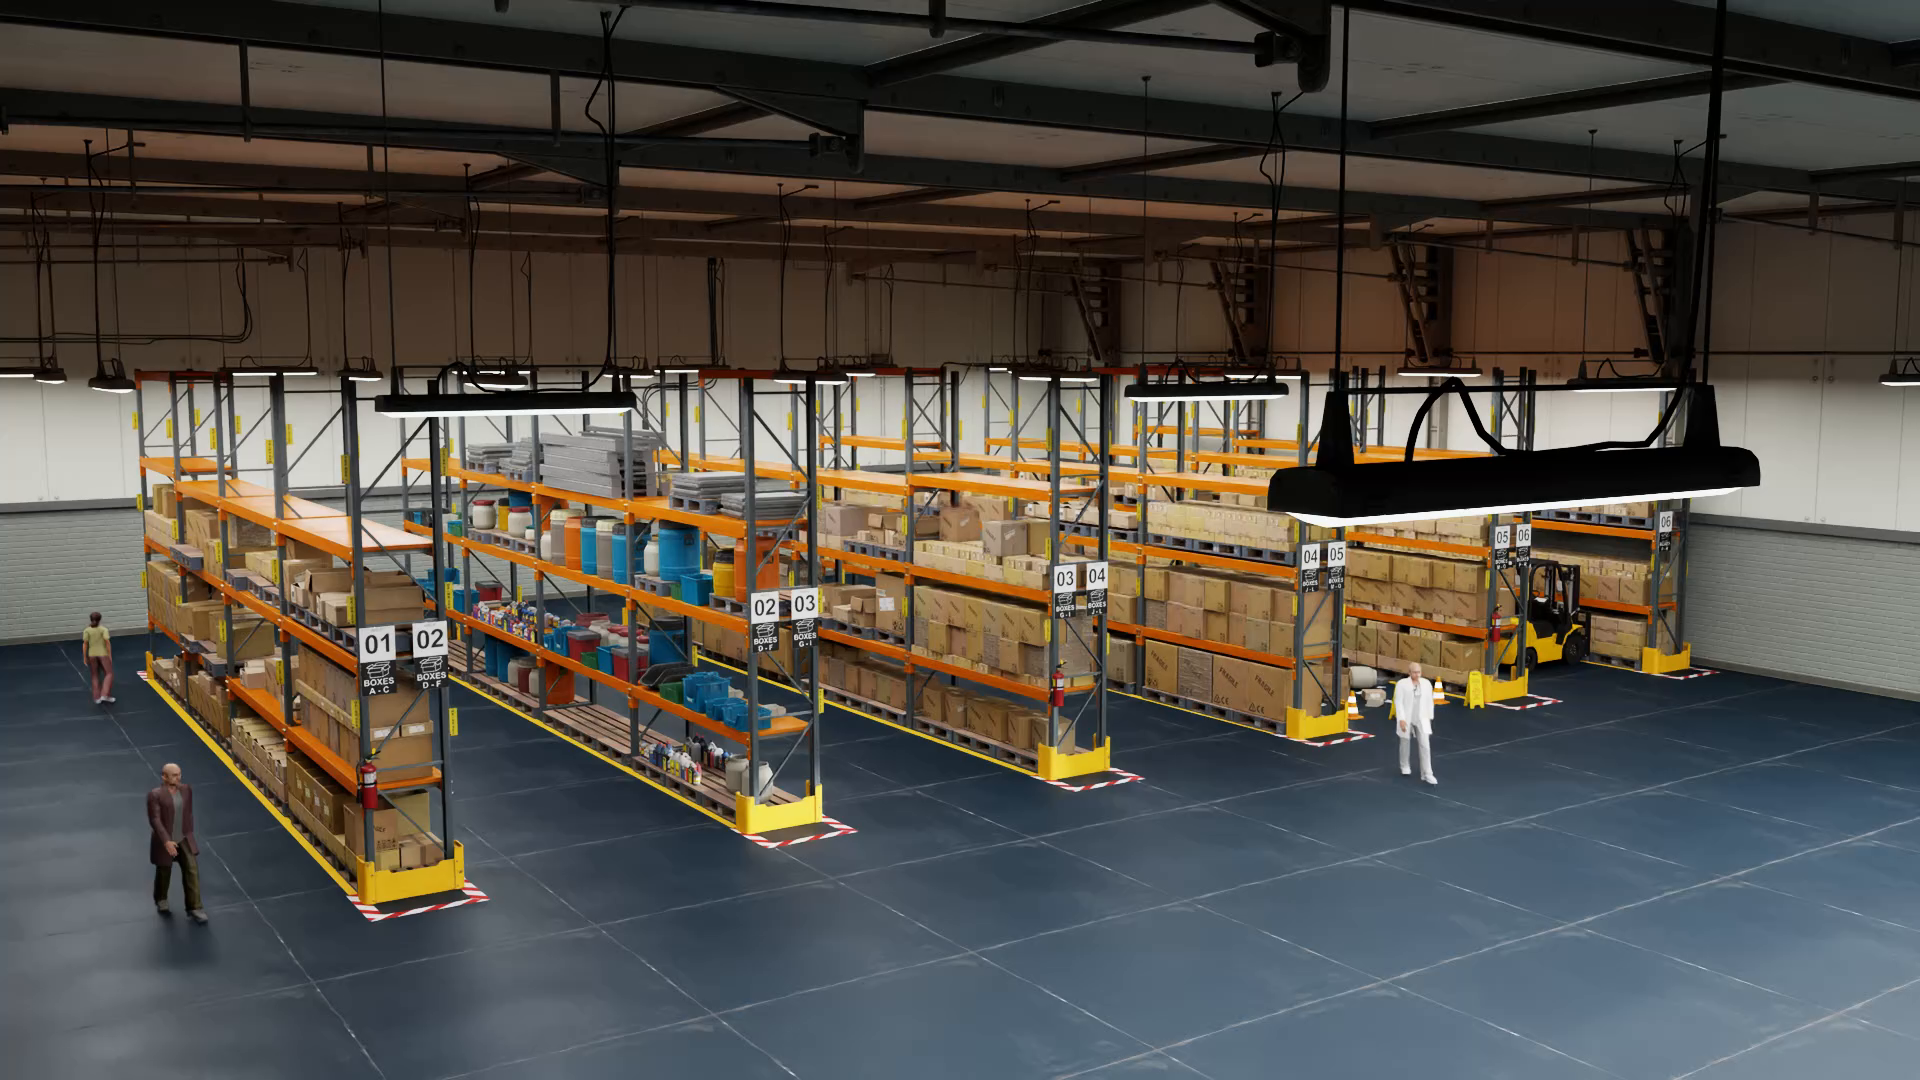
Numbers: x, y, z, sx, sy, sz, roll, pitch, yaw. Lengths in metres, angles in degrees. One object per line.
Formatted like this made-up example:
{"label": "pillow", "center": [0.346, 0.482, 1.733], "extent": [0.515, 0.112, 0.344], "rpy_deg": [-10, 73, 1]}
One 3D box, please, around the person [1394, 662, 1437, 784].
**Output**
{"label": "person", "center": [6.724, 2.674, 24.573], "extent": [0.611, 1.735, 1.063], "rpy_deg": [1, 6, 6]}

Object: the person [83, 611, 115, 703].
{"label": "person", "center": [-15.542, 2.127, 29.990], "extent": [0.490, 1.668, 0.507], "rpy_deg": [-1, 7, -10]}

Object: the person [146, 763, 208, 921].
{"label": "person", "center": [-8.781, 3.357, 18.633], "extent": [1.063, 1.725, 0.564], "rpy_deg": [6, 8, 40]}
